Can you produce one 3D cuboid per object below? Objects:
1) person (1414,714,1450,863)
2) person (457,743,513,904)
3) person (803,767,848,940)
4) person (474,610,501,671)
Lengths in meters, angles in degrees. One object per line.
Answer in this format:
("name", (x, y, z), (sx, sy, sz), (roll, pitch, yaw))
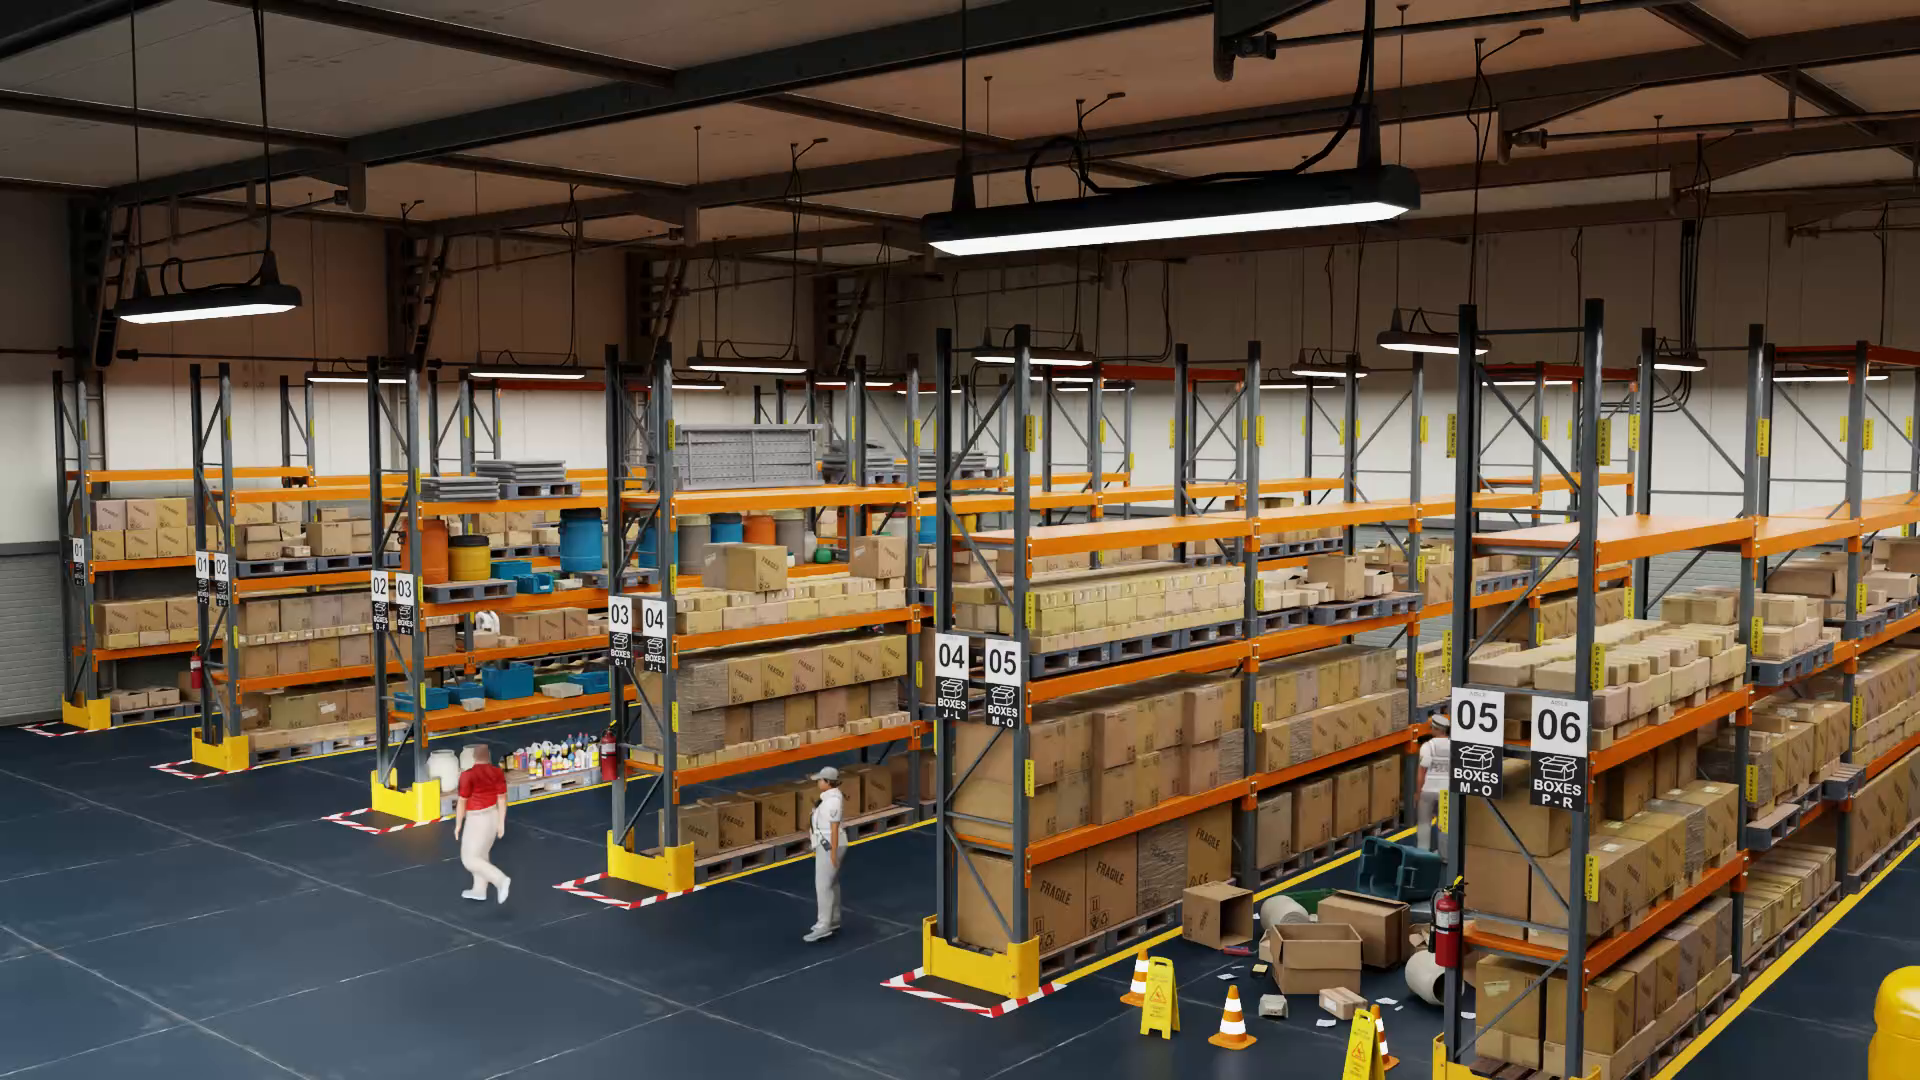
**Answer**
("person", (5.590, 2.913, 19.357), (0.605, 1.727, 0.616), (1, 4, 9))
("person", (-5.084, 3.020, 17.704), (0.670, 1.719, 0.482), (1, 4, 8))
("person", (-1.371, 3.126, 16.729), (0.487, 1.674, 0.588), (-1, 4, -12))
("person", (-9.092, 1.968, 32.068), (0.533, 1.795, 0.581), (-2, 5, -25))
